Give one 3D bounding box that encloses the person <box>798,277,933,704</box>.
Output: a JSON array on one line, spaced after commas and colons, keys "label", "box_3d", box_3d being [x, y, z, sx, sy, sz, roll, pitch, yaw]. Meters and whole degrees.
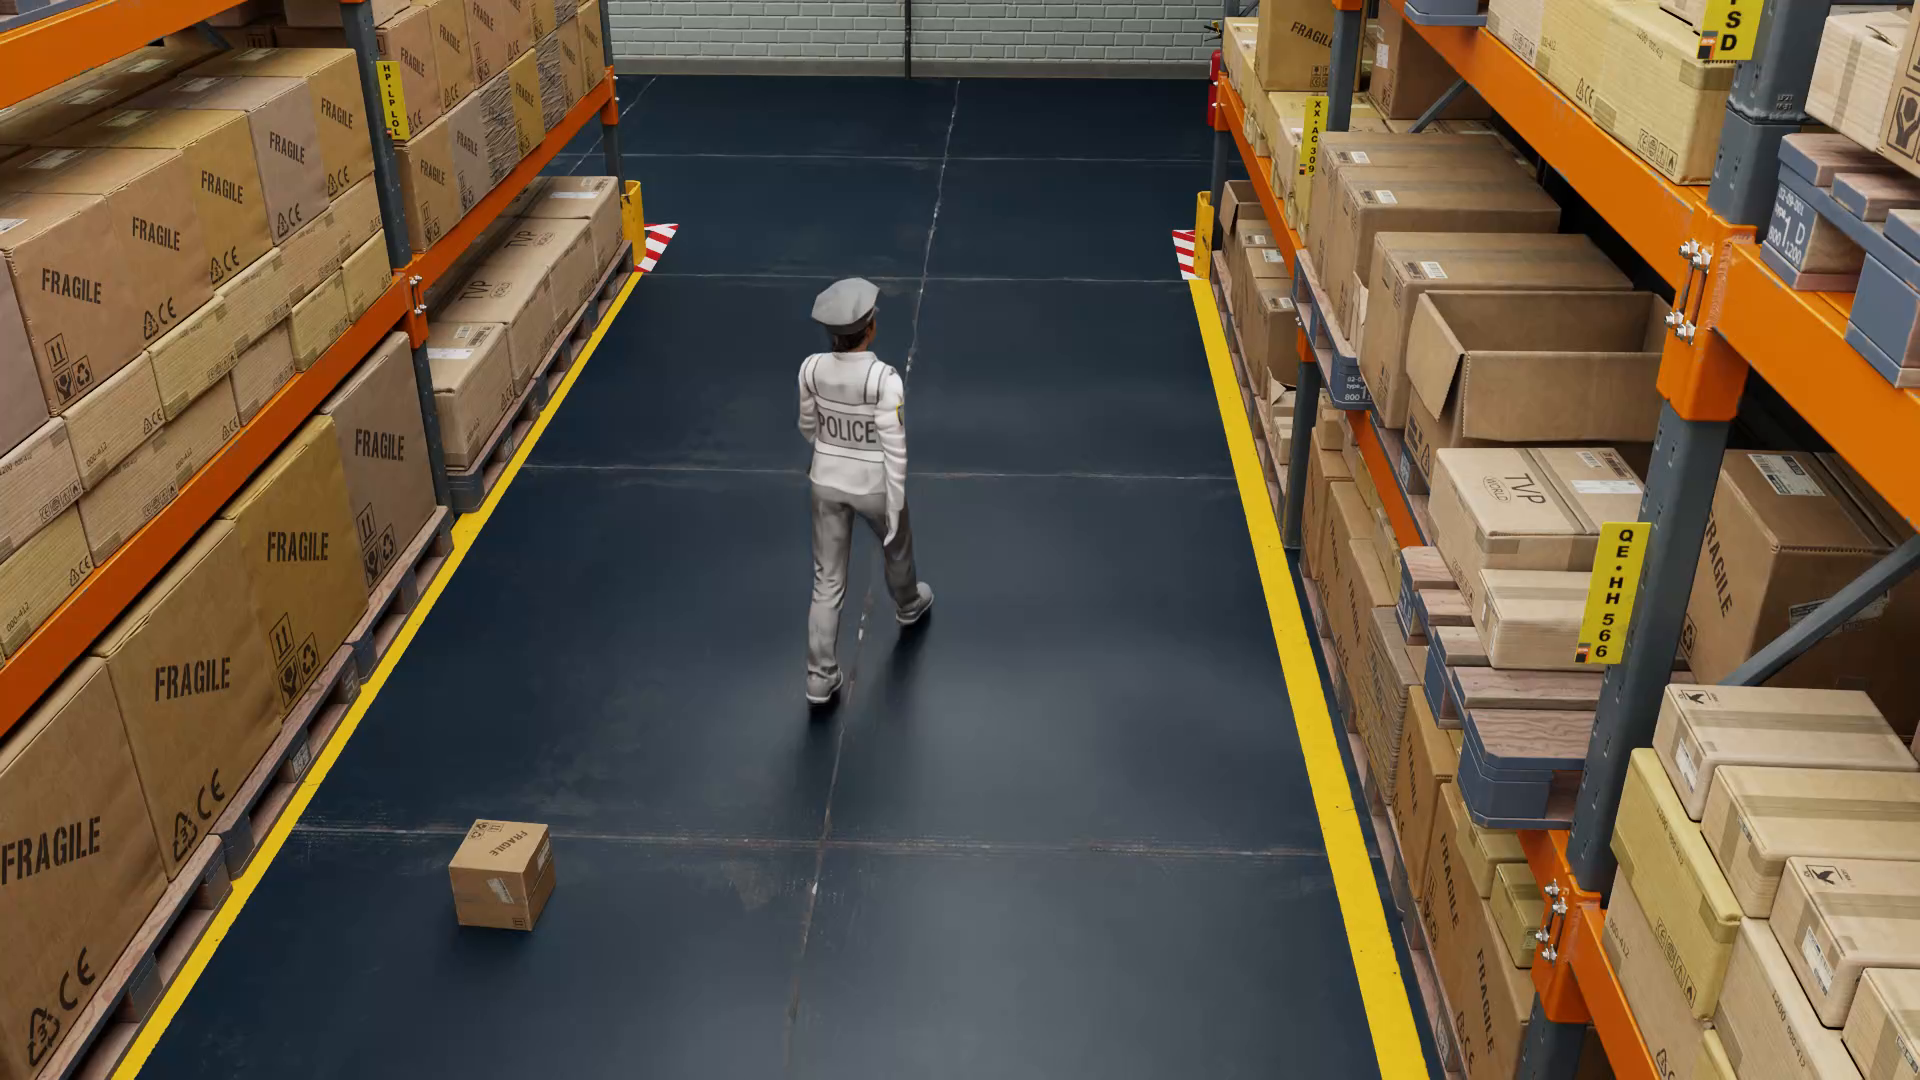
[{"label": "person", "box_3d": [-0.392, -0.260, 6.548, 0.496, 1.621, 1.020, 8, 29, 15]}]
